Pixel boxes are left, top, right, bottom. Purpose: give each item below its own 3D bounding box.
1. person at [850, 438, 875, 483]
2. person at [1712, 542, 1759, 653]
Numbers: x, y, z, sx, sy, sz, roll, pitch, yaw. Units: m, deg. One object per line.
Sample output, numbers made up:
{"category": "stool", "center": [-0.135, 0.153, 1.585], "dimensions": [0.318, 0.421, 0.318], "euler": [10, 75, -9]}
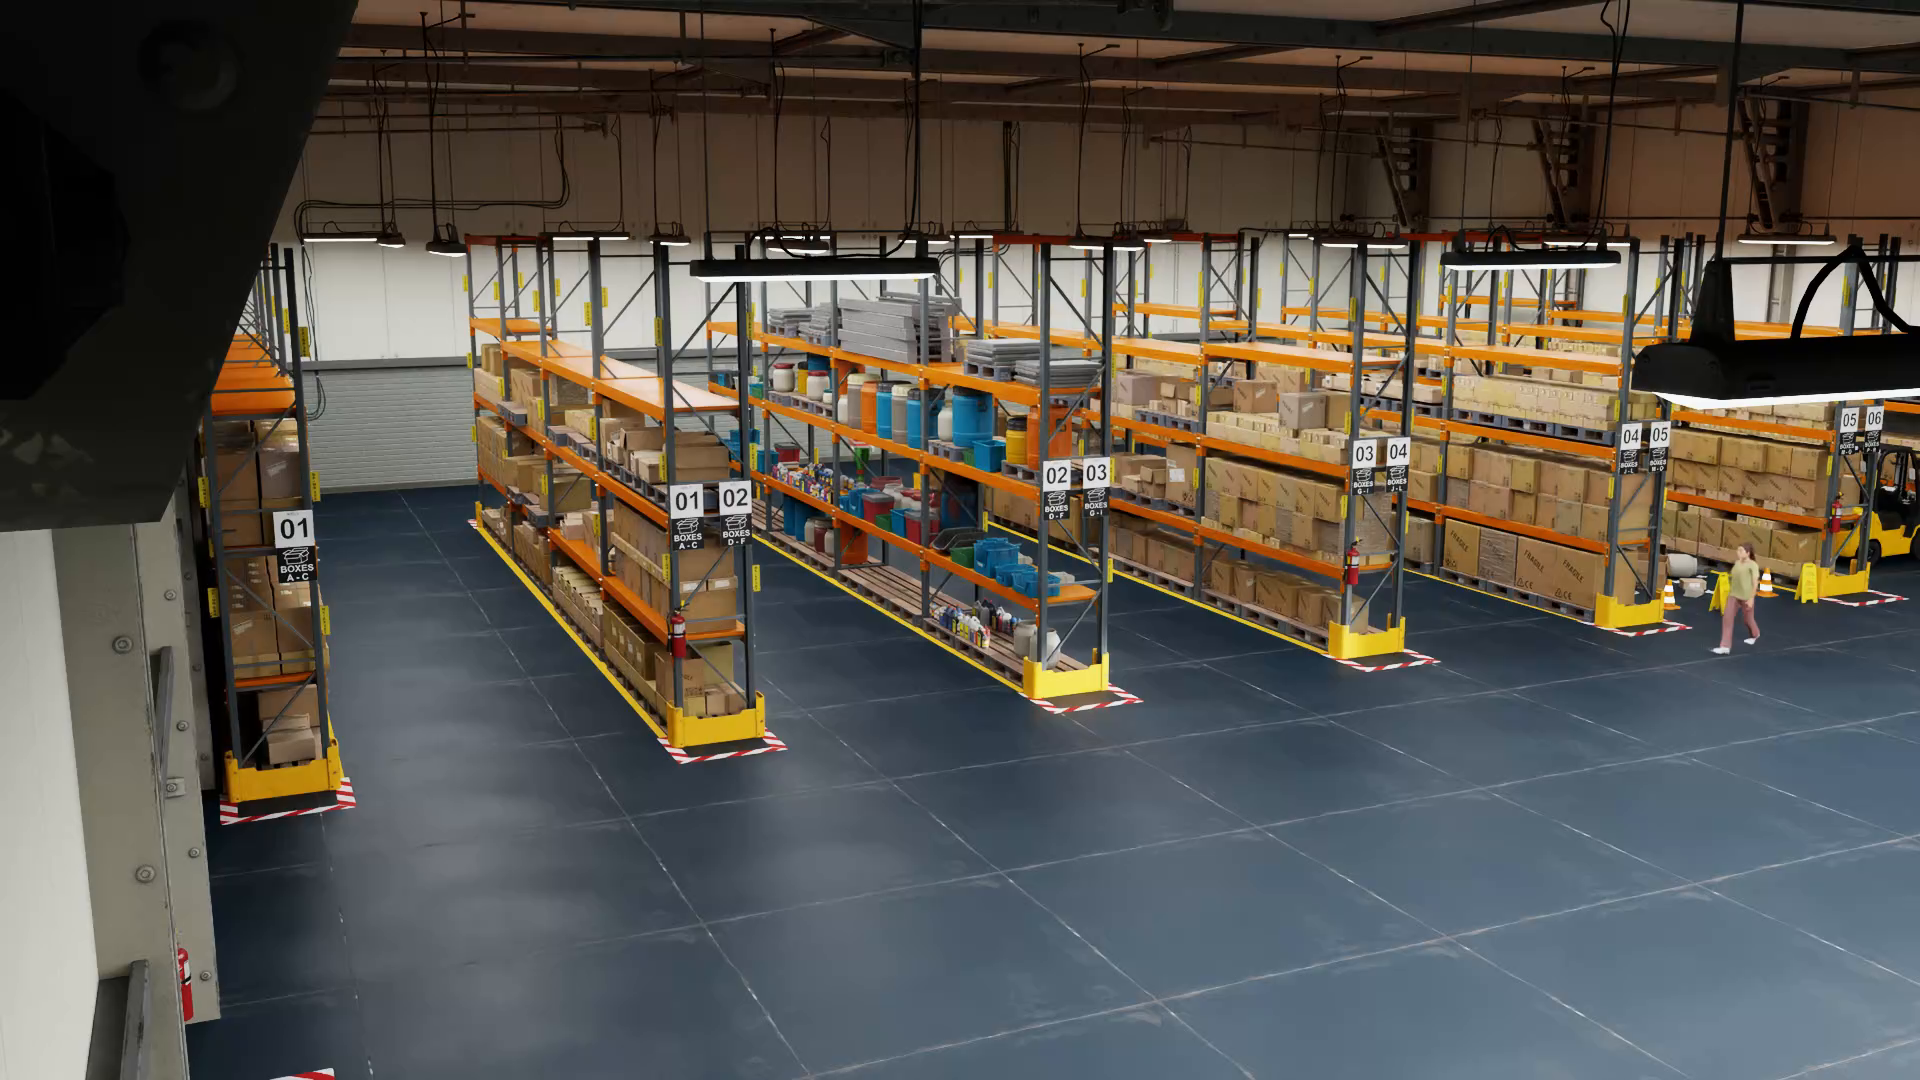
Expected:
{"category": "person", "center": [-2.324, -2.206, 39.738], "dimensions": [0.554, 1.740, 0.975], "euler": [-3, 11, -16]}
{"category": "person", "center": [11.536, 0.839, 24.495], "dimensions": [0.433, 1.640, 0.983], "euler": [10, 15, 43]}
